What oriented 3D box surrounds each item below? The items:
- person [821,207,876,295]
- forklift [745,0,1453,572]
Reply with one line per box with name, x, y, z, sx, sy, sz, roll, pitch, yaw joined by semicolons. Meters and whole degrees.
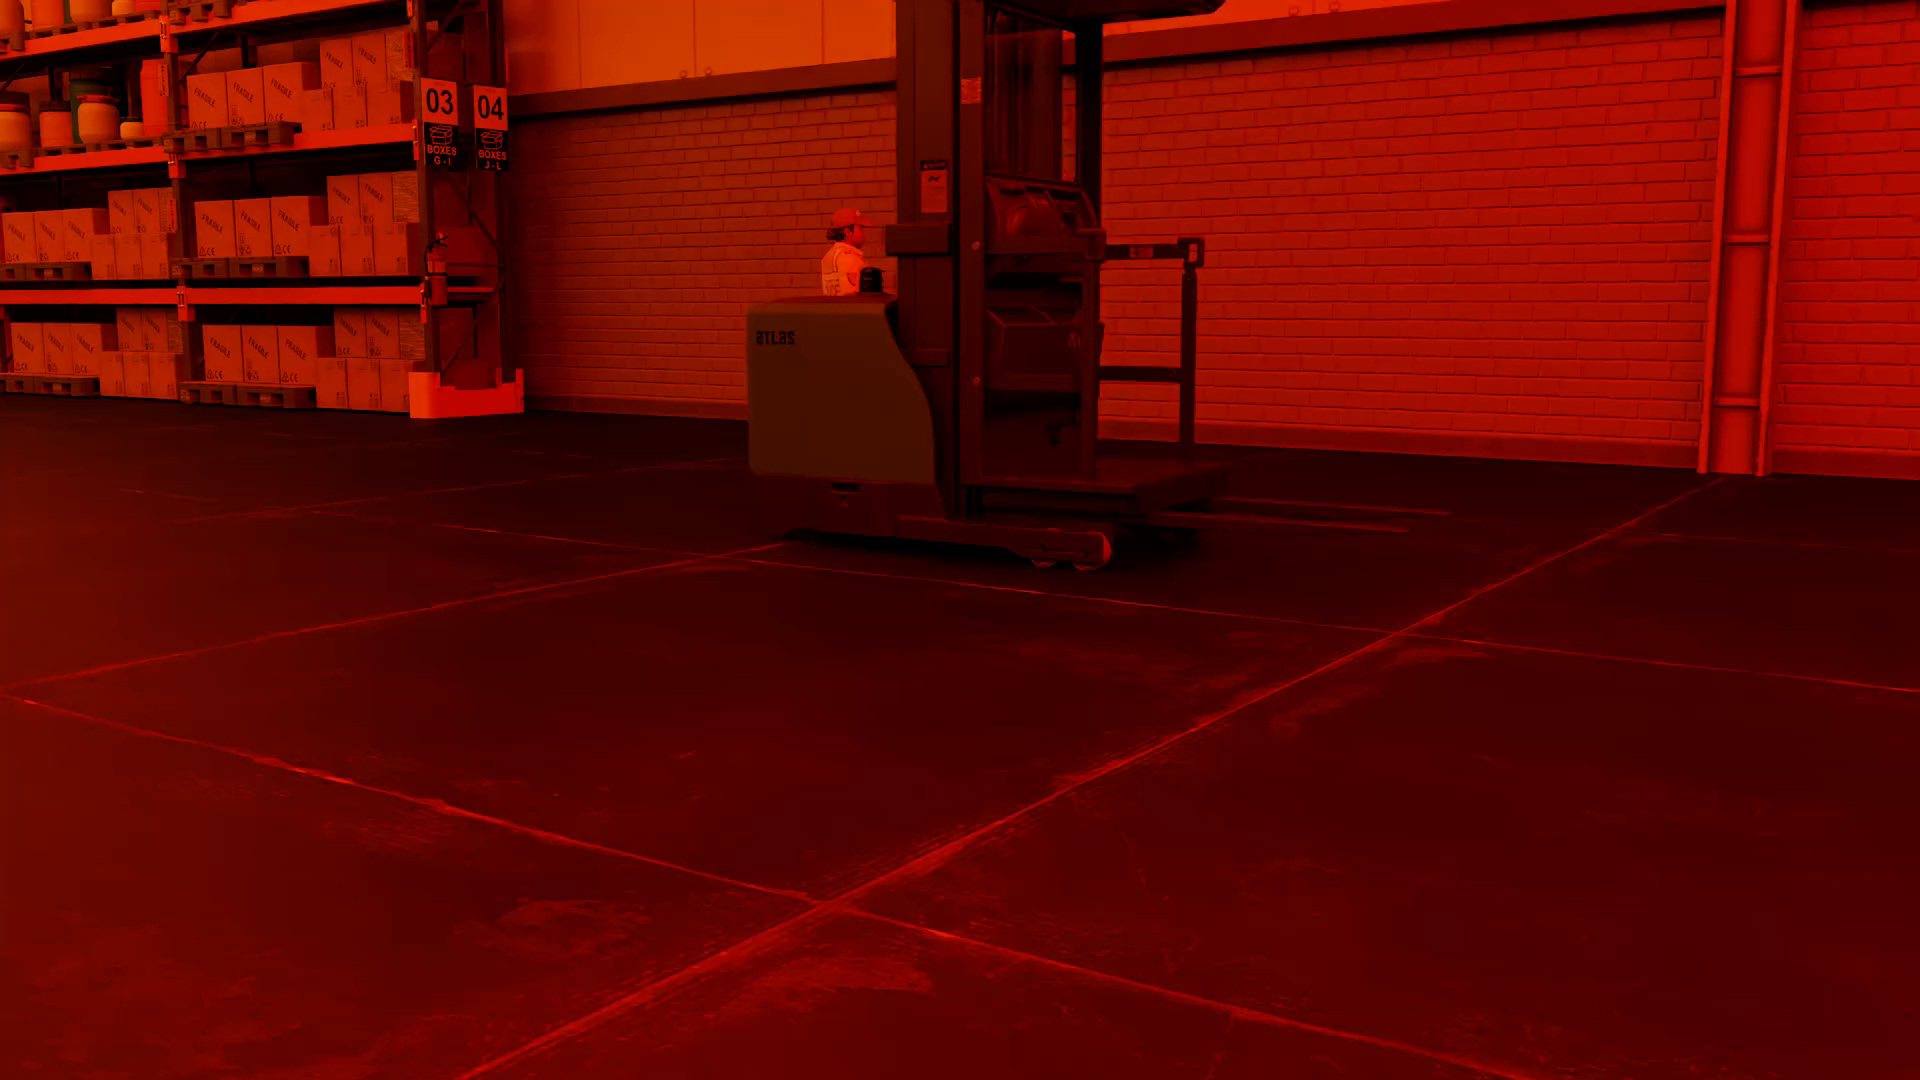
person;-0.688;-1.246;10.475;0.390;1.669;0.481;-3;9;-23
forklift;0.542;-1.408;7.095;3.031;2.935;1.130;5;9;31
